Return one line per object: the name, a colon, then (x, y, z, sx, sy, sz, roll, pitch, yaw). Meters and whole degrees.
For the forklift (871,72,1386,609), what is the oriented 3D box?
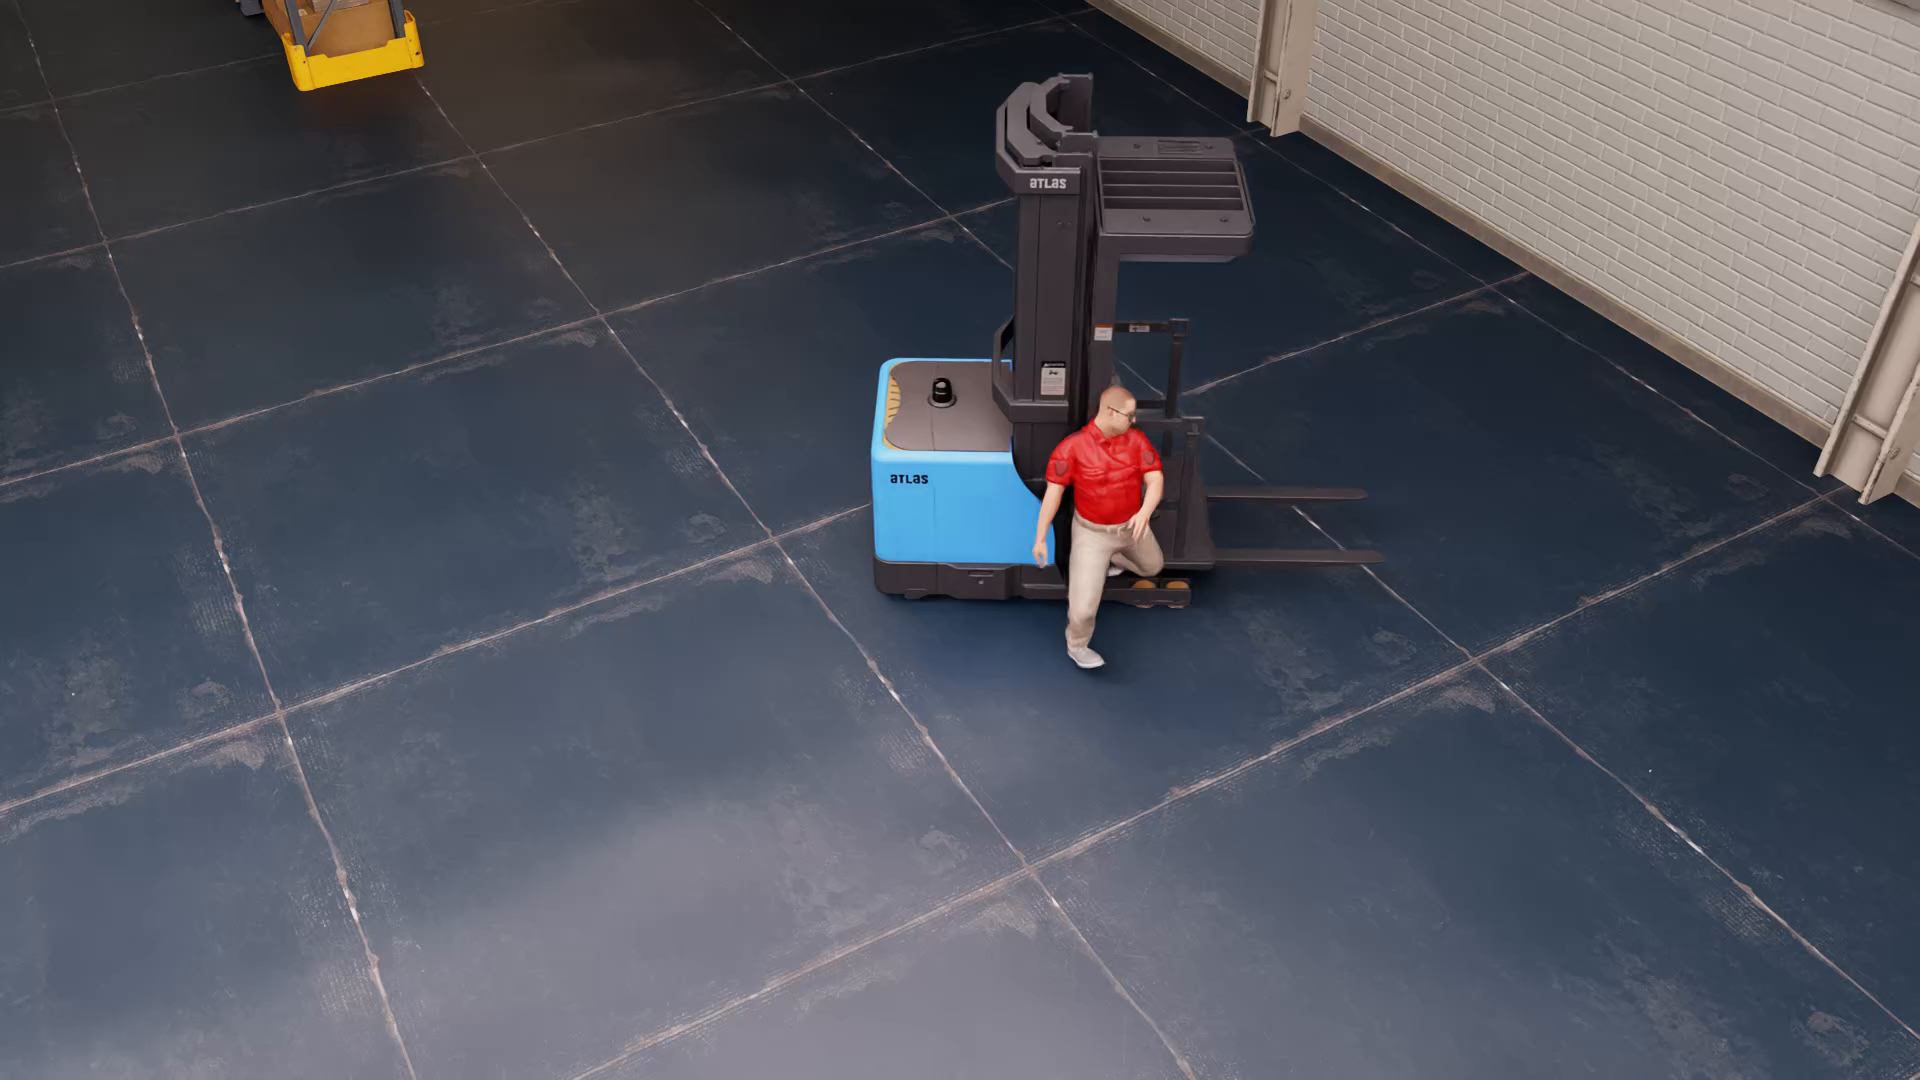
forklift: (1.013, -1.069, 9.325, 3.031, 2.935, 1.130, 1, 40, 1)

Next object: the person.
person: (0.780, -0.040, 9.140, 0.838, 1.598, 0.851, -22, 45, -25)
